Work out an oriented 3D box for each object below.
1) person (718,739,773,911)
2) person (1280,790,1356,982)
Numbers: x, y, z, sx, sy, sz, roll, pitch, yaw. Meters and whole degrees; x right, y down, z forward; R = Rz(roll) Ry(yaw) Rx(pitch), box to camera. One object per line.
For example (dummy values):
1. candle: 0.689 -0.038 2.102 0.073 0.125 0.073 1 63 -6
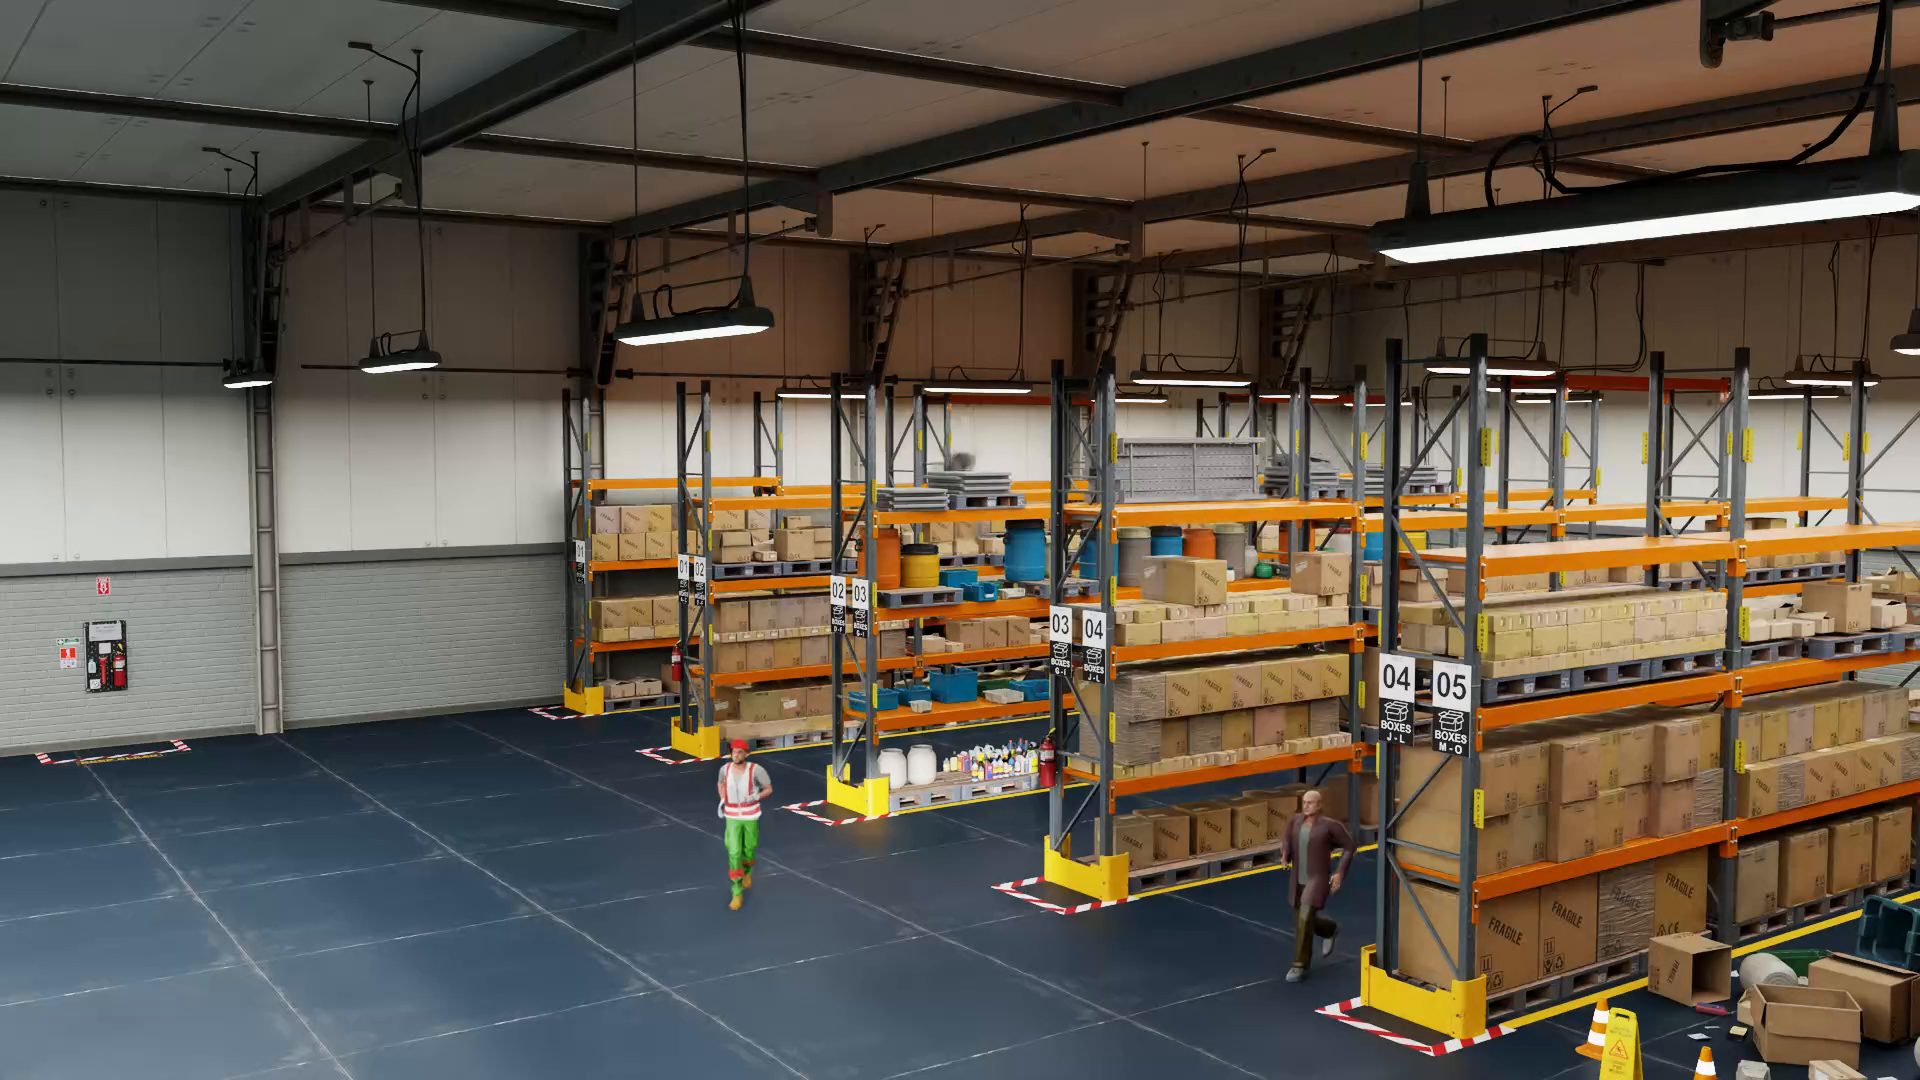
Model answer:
1. person: -2.383 3.083 18.374 0.633 1.804 0.928 0 4 0
2. person: 3.390 3.375 15.959 0.890 1.577 0.750 -3 5 -41
